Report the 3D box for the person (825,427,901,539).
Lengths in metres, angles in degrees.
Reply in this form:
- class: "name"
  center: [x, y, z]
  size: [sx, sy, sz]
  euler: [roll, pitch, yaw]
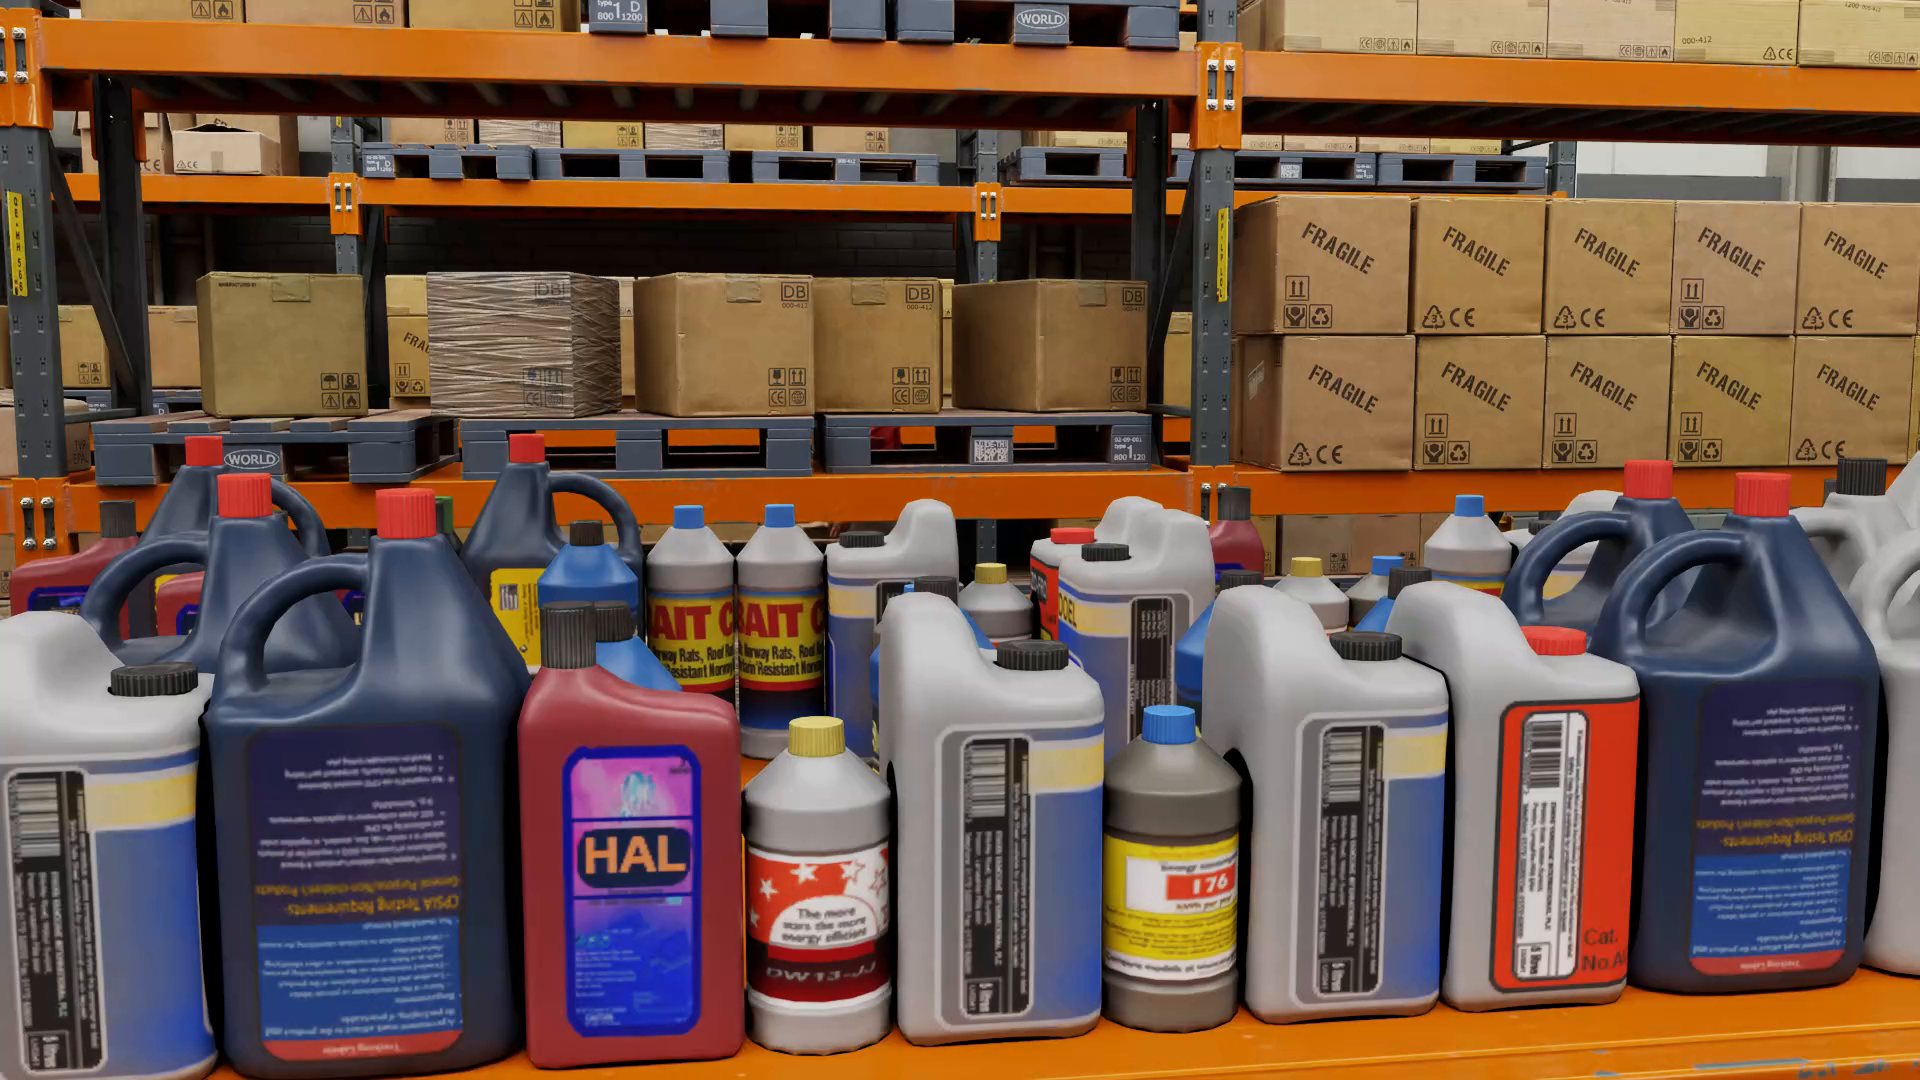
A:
- class: "person"
  center: [-0.501, -0.091, 8.550]
  size: [0.418, 1.733, 0.543]
  euler: [-1, 7, -10]
